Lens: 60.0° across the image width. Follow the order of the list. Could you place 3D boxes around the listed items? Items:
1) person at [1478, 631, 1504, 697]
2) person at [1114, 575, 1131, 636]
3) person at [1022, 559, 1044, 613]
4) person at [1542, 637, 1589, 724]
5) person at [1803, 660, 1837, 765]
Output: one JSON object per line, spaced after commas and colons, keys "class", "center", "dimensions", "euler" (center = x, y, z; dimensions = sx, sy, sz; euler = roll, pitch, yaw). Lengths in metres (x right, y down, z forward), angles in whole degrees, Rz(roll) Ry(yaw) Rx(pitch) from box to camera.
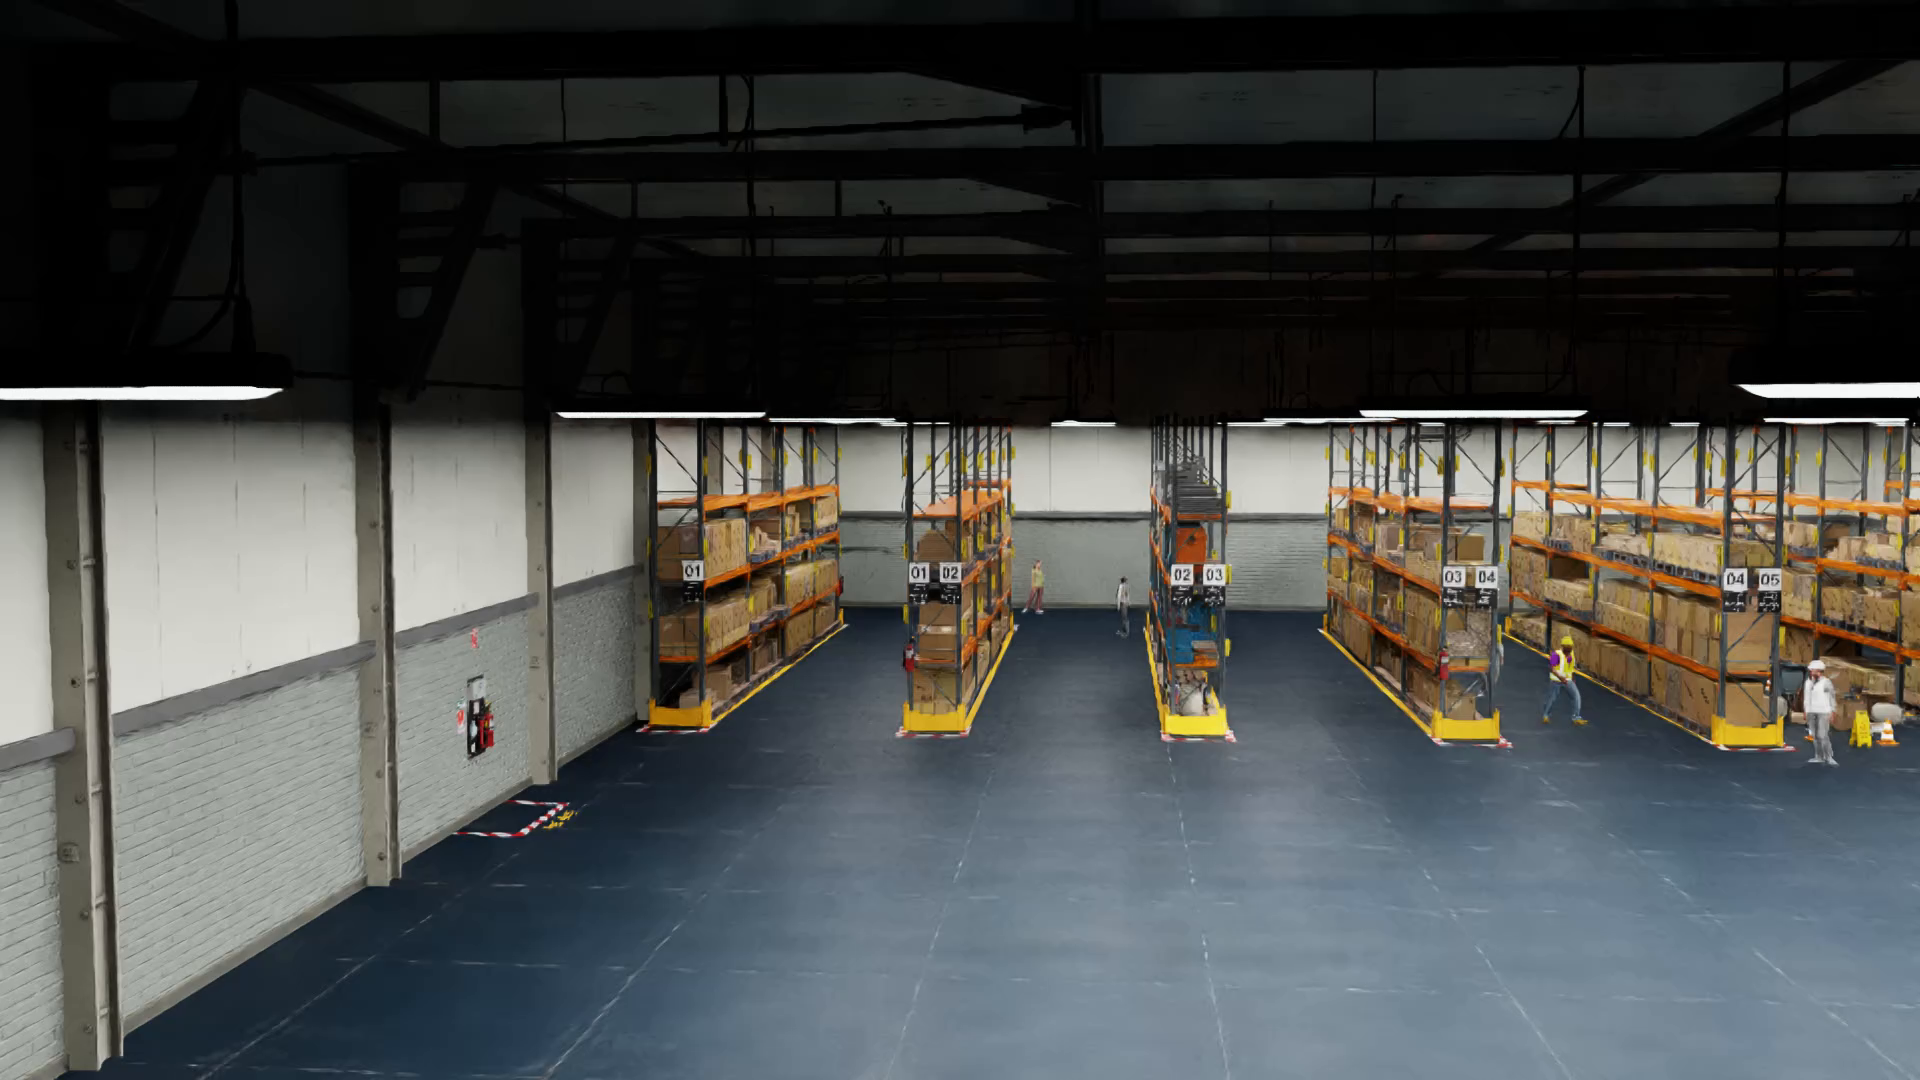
{"class": "person", "center": [11.241, 2.587, 35.260], "dimensions": [0.566, 1.541, 0.519], "euler": [0, 4, 2]}
{"class": "person", "center": [4.490, 1.794, 45.847], "dimensions": [0.550, 1.661, 0.585], "euler": [2, 4, 27]}
{"class": "person", "center": [2.258, 1.434, 51.501], "dimensions": [0.652, 1.664, 0.466], "euler": [-3, 5, -39]}
{"class": "person", "center": [11.641, 2.700, 32.136], "dimensions": [0.706, 1.697, 0.801], "euler": [-1, 4, -15]}
{"class": "person", "center": [14.624, 2.923, 28.289], "dimensions": [0.390, 1.767, 0.629], "euler": [-2, 4, -26]}
